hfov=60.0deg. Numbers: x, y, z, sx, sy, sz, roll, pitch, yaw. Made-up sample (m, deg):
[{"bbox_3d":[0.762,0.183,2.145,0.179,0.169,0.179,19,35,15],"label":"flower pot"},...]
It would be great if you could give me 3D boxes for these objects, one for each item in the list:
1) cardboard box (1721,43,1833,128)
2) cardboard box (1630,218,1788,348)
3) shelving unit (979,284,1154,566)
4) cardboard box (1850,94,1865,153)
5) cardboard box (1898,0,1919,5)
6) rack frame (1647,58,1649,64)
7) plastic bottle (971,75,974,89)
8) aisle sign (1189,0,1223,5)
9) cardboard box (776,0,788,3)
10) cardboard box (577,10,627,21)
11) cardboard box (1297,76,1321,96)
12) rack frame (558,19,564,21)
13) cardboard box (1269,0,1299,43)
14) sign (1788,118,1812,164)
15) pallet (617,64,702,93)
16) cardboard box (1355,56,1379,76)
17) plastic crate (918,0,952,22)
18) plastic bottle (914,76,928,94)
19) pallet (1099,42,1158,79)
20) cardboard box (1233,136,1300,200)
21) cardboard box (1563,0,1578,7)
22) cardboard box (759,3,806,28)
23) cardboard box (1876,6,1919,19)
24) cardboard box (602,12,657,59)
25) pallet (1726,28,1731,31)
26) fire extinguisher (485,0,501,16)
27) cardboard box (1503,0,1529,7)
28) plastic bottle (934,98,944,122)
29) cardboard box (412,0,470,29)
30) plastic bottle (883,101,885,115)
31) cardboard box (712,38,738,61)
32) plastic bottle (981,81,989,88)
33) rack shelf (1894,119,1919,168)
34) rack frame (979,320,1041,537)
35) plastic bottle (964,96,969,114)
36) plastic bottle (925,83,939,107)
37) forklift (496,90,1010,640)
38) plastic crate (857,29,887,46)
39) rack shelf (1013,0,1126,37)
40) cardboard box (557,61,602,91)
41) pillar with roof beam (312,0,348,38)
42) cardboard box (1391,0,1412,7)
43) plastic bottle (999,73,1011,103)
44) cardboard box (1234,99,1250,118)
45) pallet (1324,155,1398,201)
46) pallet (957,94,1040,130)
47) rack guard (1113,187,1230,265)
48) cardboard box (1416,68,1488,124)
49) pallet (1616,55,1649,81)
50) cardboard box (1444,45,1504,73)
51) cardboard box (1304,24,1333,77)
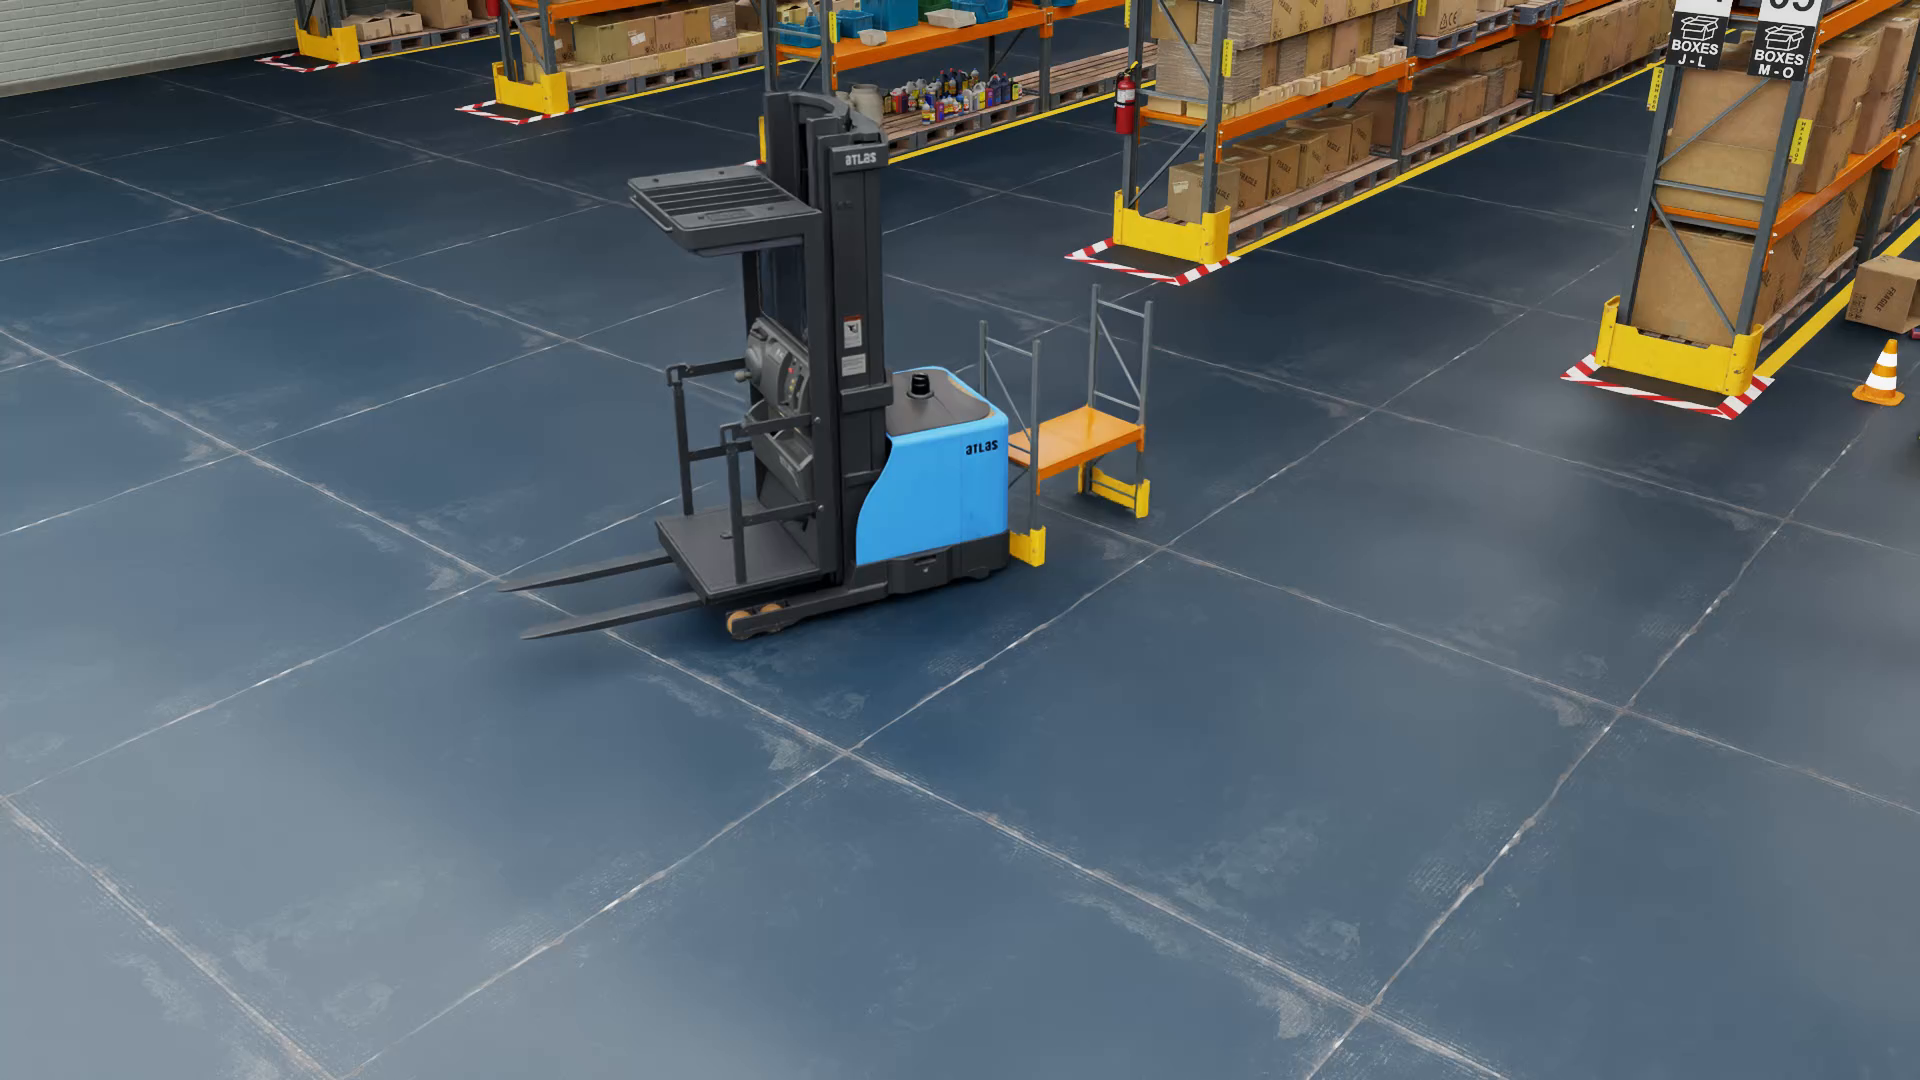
[{"bbox_3d":[6.324,-3.577,13.193,0.875,0.550,0.550,21,34,34],"label":"cardboard box"},{"bbox_3d":[6.160,-2.191,13.707,0.875,0.875,0.875,21,34,35],"label":"cardboard box"},{"bbox_3d":[0.680,-0.763,10.724,1.083,1.500,0.587,-23,35,-37],"label":"shelving unit"},{"bbox_3d":[7.331,-3.680,14.568,0.875,0.550,0.550,21,34,34],"label":"cardboard box"},{"bbox_3d":[8.960,-4.956,16.000,0.700,0.500,0.500,20,33,34],"label":"cardboard box"},{"bbox_3d":[9.649,-8.428,23.909,1.000,3.000,0.127,21,34,34],"label":"rack frame"},{"bbox_3d":[0.133,-5.971,21.726,0.097,0.201,0.097,0,27,0],"label":"plastic bottle"},{"bbox_3d":[2.208,-5.219,14.876,0.394,0.787,0.004,21,34,34],"label":"aisle sign"},{"bbox_3d":[-2.719,-8.116,25.232,0.500,0.311,0.500,22,34,36],"label":"cardboard box"},{"bbox_3d":[-4.889,-7.004,22.876,0.500,0.500,0.500,21,34,34],"label":"cardboard box"},{"bbox_3d":[3.410,-4.597,16.777,0.380,0.149,0.250,21,34,34],"label":"cardboard box"},{"bbox_3d":[-6.906,-9.935,26.822,1.000,3.000,0.127,21,34,34],"label":"rack frame"},{"bbox_3d":[2.900,-5.085,15.926,0.500,0.500,0.500,21,34,34],"label":"cardboard box"},{"bbox_3d":[6.204,-2.944,12.279,0.100,0.325,0.005,21,34,34],"label":"sign"},{"bbox_3d":[-4.395,-6.546,23.305,1.003,0.211,1.213,21,34,34],"label":"pallet"},{"bbox_3d":[4.206,-5.040,17.633,0.380,0.149,0.250,21,34,34],"label":"cardboard box"},{"bbox_3d":[-0.343,-6.546,20.502,0.450,0.188,0.662,21,34,34],"label":"plastic crate"},{"bbox_3d":[-0.485,-5.676,20.993,0.144,0.351,0.185,20,34,34],"label":"plastic bottle"},{"bbox_3d":[2.760,-6.956,24.098,1.003,0.211,1.213,21,34,34],"label":"pallet"},{"bbox_3d":[3.193,-3.905,17.429,0.500,0.500,0.500,25,36,39],"label":"cardboard box"},{"bbox_3d":[7.624,-7.147,21.324,0.500,0.500,0.500,22,35,36],"label":"cardboard box"},{"bbox_3d":[-2.626,-7.776,24.575,0.500,0.311,0.500,21,34,35],"label":"cardboard box"},{"bbox_3d":[8.062,-4.532,15.039,0.875,0.550,0.550,21,34,34],"label":"cardboard box"},{"bbox_3d":[-4.488,-6.852,22.583,0.500,0.500,0.500,21,34,34],"label":"cardboard box"},{"bbox_3d":[11.745,-8.301,26.699,1.003,0.211,1.213,21,34,34],"label":"pallet"},{"bbox_3d":[-6.059,-7.130,21.483,0.296,0.674,0.183,21,34,34],"label":"fire extinguisher"},{"bbox_3d":[6.514,-6.811,20.217,0.500,0.500,0.700,-22,35,-36],"label":"cardboard box"},{"bbox_3d":[-0.254,-5.237,20.218,0.061,0.283,0.133,21,34,35],"label":"plastic bottle"},{"bbox_3d":[-8.073,-8.268,25.842,0.700,0.500,0.500,18,33,31],"label":"cardboard box"},{"bbox_3d":[-0.976,-5.353,20.531,0.097,0.201,0.097,0,27,0],"label":"plastic bottle"},{"bbox_3d":[-3.533,-7.051,23.783,0.500,0.250,0.500,21,34,34],"label":"cardboard box"},{"bbox_3d":[0.299,-5.679,21.080,0.152,0.276,0.135,21,34,34],"label":"plastic bottle"},{"bbox_3d":[9.596,-4.496,17.091,1.077,0.370,4.000,21,34,34],"label":"rack shelf"},{"bbox_3d":[0.303,-0.600,10.410,0.032,1.500,0.500,-23,35,-37],"label":"rack frame"},{"bbox_3d":[0.064,-5.390,20.604,0.097,0.201,0.097,0,27,0],"label":"plastic bottle"},{"bbox_3d":[-0.355,-5.608,20.943,0.152,0.276,0.135,21,34,34],"label":"plastic bottle"},{"bbox_3d":[-1.245,-0.993,9.612,3.031,2.935,1.130,-13,30,-23],"label":"forklift"},{"bbox_3d":[-0.988,-5.727,18.975,0.298,0.136,0.250,21,34,34],"label":"plastic crate"},{"bbox_3d":[2.011,-7.429,22.761,1.077,0.370,4.000,21,34,34],"label":"rack shelf"},{"bbox_3d":[-5.113,-6.161,22.061,0.500,0.250,0.500,21,34,34],"label":"cardboard box"},{"bbox_3d":[-6.351,-10.424,21.238,9.100,9.000,0.400,21,34,34],"label":"pillar with roof beam"},{"bbox_3d":[4.487,-5.972,17.642,0.500,0.500,0.500,21,34,34],"label":"cardboard box"},{"bbox_3d":[0.551,-5.746,21.128,0.144,0.351,0.185,20,33,33],"label":"plastic bottle"},{"bbox_3d":[2.555,-4.176,15.964,0.380,0.149,0.250,21,34,34],"label":"cardboard box"},{"bbox_3d":[4.161,-4.105,18.587,1.003,0.211,1.213,21,34,34],"label":"pallet"},{"bbox_3d":[0.279,-5.575,21.429,1.003,0.211,1.213,21,34,34],"label":"pallet"},{"bbox_3d":[2.065,-3.090,16.312,1.175,0.500,0.348,21,34,34],"label":"rack guard"},{"bbox_3d":[5.996,-5.448,20.391,0.700,0.500,0.500,24,36,38],"label":"cardboard box"},{"bbox_3d":[9.216,-6.894,23.979,1.003,0.211,1.213,21,34,34],"label":"pallet"},{"bbox_3d":[6.372,-5.991,20.623,0.500,0.250,0.500,-24,36,-38],"label":"cardboard box"},{"bbox_3d":[3.291,-5.088,17.020,0.875,0.500,0.500,21,34,34],"label":"cardboard box"}]
